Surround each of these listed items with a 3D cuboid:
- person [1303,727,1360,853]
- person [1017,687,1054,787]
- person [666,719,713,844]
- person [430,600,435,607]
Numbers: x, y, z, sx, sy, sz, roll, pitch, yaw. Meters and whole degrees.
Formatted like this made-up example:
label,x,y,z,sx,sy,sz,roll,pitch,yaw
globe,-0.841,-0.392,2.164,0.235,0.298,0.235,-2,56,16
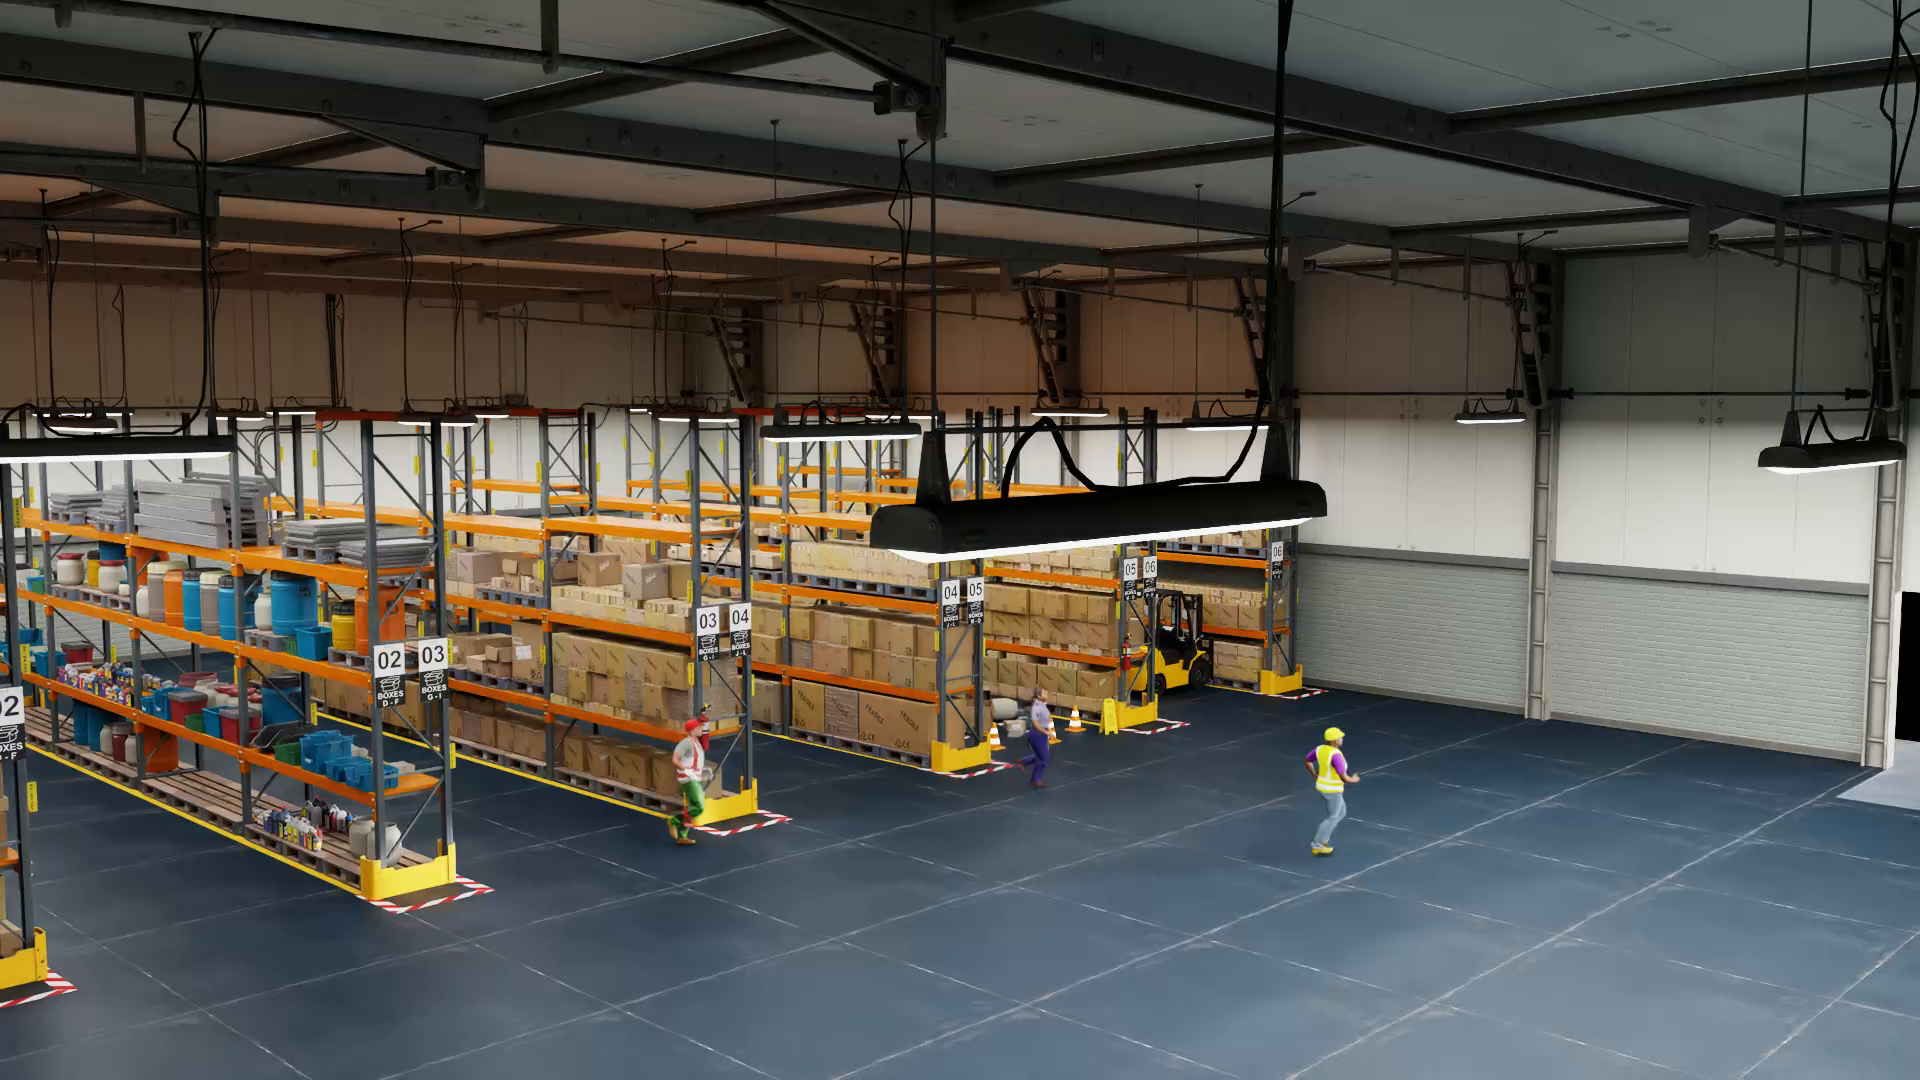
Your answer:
label,x,y,z,sx,sy,sz,roll,pitch,yaw
person,5.117,3.445,22.813,0.684,1.781,0.734,-1,5,-13
person,1.218,3.166,26.836,0.622,1.618,0.633,1,5,7
person,-3.796,3.399,23.494,0.575,1.731,0.727,1,5,10
person,-12.587,2.022,39.743,0.663,1.599,0.647,2,6,24
